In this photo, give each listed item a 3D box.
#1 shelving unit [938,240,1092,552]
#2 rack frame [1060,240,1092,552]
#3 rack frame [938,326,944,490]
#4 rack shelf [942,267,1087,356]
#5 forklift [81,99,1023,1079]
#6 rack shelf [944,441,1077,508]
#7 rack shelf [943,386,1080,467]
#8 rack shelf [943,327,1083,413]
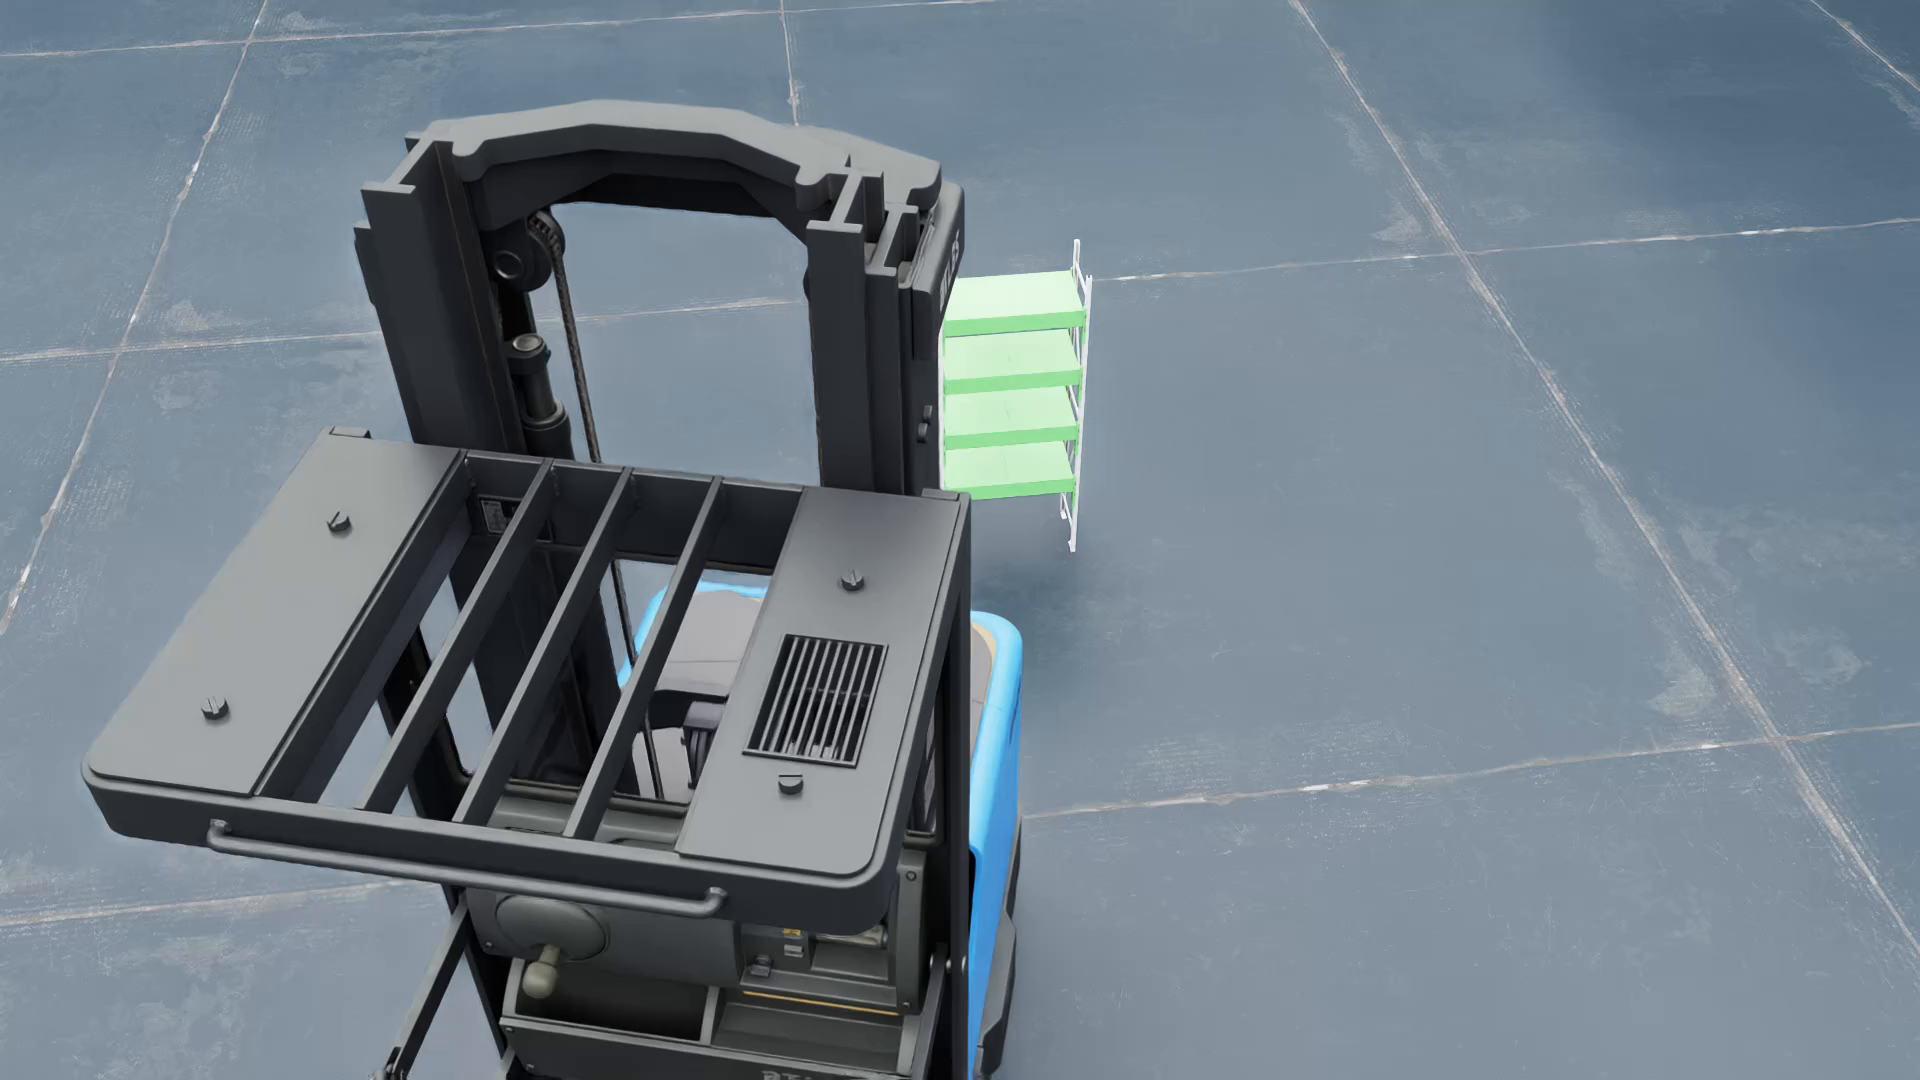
[{"bbox_3d":[0.164,-0.460,5.864,0.503,1.200,0.258,-5,42,-6],"label":"shelving unit"},{"bbox_3d":[0.406,-0.481,5.888,0.015,1.200,0.240,-5,42,-6],"label":"rack frame"},{"bbox_3d":[-0.078,-0.439,5.841,0.015,1.200,0.240,-5,42,-6],"label":"rack frame"},{"bbox_3d":[0.164,-0.769,5.585,0.480,0.148,0.258,-5,42,-6],"label":"rack shelf"},{"bbox_3d":[-0.565,0.832,3.139,1.130,2.935,3.031,6,42,7],"label":"forklift"},{"bbox_3d":[0.164,-0.234,6.068,0.480,0.148,0.258,-5,42,-6],"label":"rack shelf"},{"bbox_3d":[0.164,-0.412,5.907,0.480,0.148,0.258,-5,42,-6],"label":"rack shelf"},{"bbox_3d":[0.164,-0.591,5.746,0.480,0.148,0.258,-5,42,-6],"label":"rack shelf"}]
